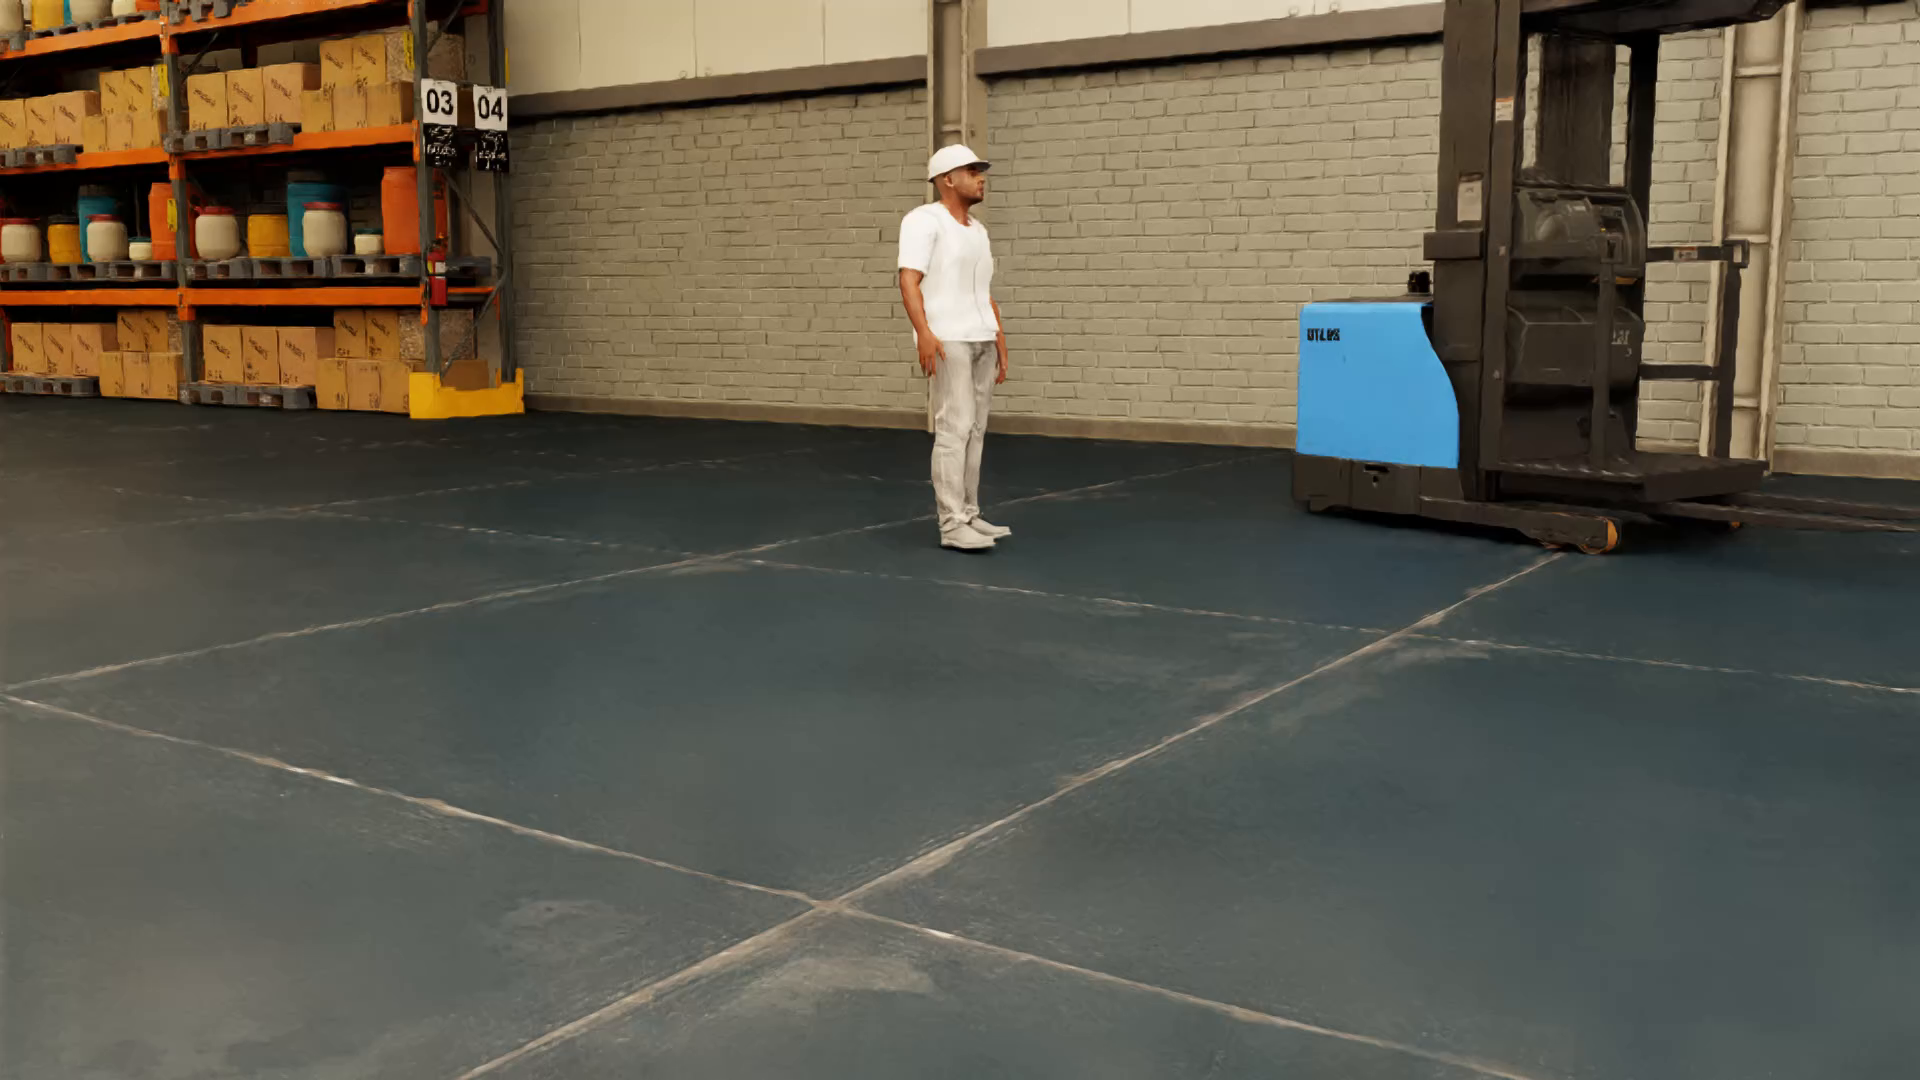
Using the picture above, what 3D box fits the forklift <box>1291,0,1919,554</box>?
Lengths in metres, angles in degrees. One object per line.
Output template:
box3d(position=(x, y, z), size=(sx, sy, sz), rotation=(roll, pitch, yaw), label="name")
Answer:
box3d(position=(2.985, -1.466, 7.499), size=(1.130, 2.935, 3.031), rotation=(-6, 10, -36), label="forklift")

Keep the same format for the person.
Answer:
box3d(position=(0.055, -0.875, 7.435), size=(0.575, 1.766, 0.665), rotation=(5, 10, 34), label="person")
